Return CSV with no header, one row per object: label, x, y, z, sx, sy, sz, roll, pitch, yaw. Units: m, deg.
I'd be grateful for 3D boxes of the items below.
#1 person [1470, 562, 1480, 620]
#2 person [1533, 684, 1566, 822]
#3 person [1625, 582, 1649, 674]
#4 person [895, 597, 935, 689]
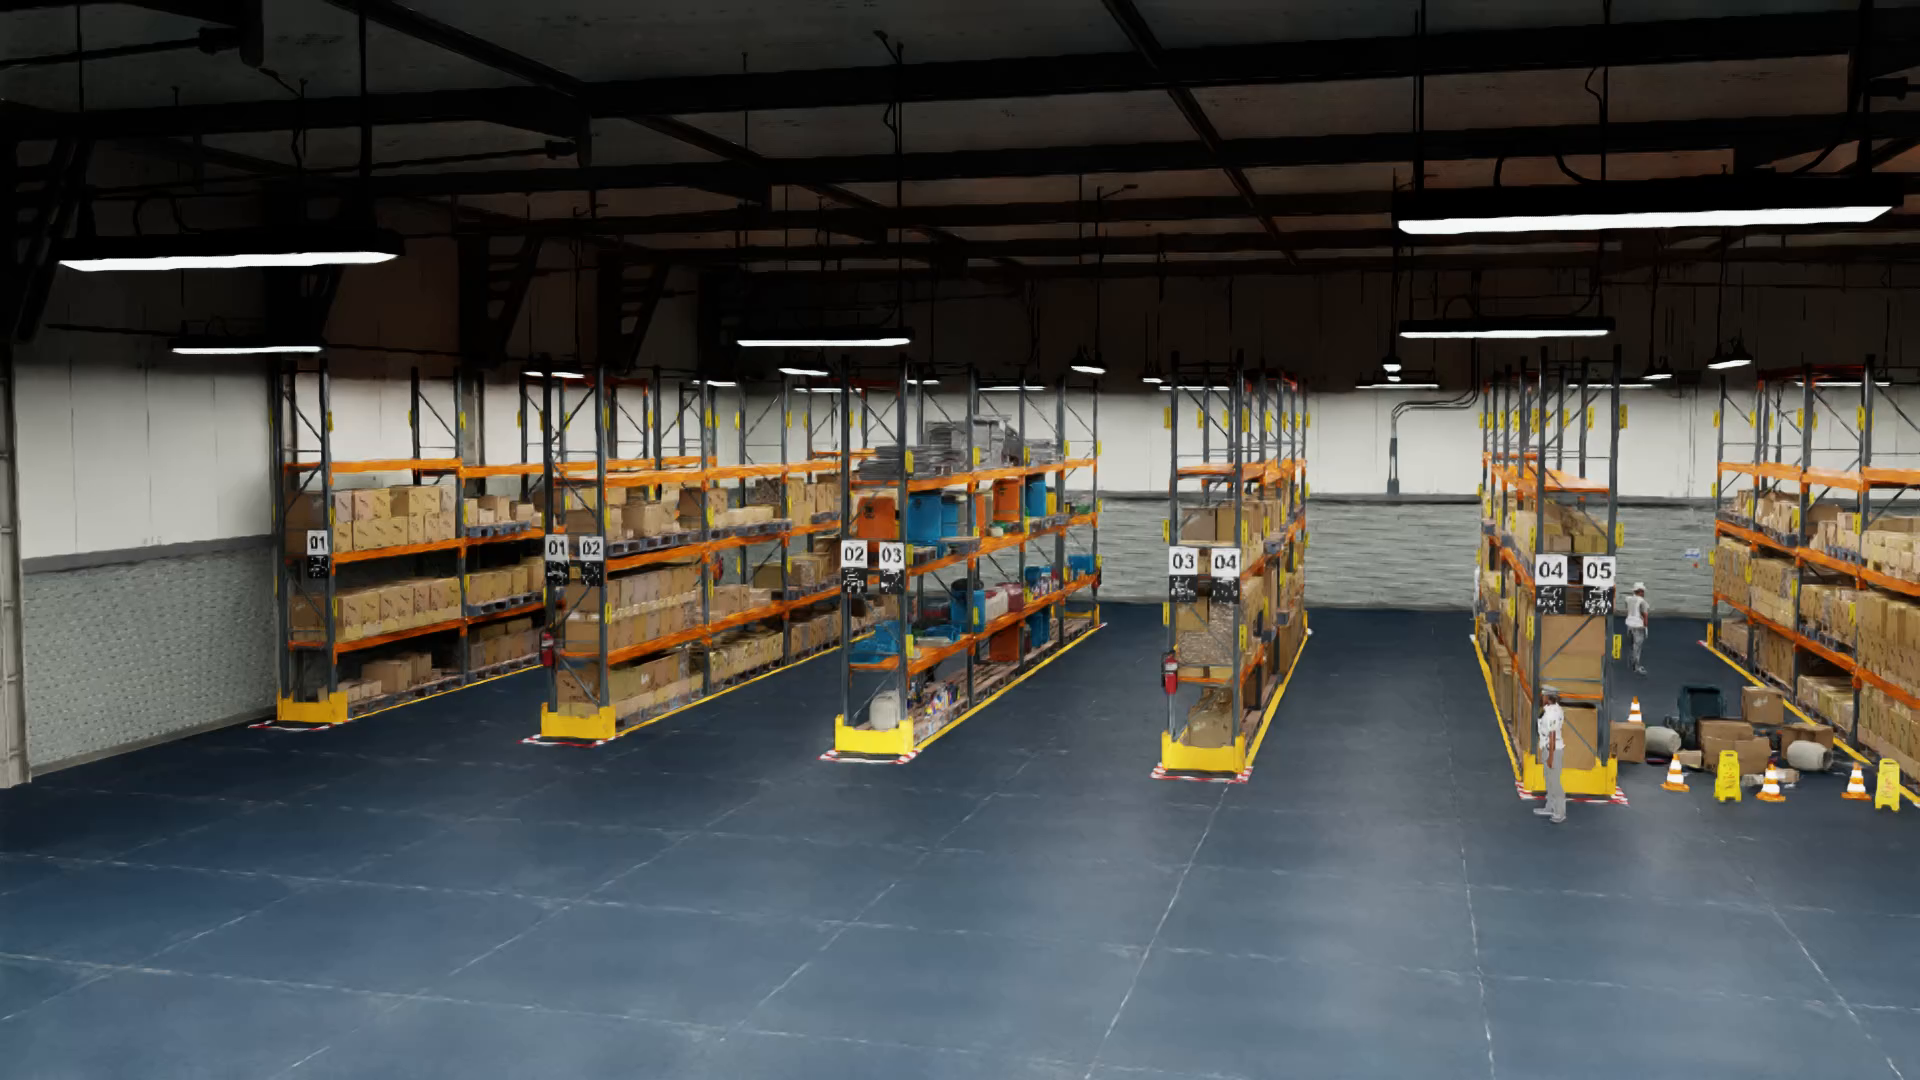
person,13.118,1.201,41.600,0.517,1.613,0.938,3,5,35
person,7.424,2.660,20.876,0.385,1.666,0.582,1,4,19
person,13.453,1.721,32.956,0.475,1.789,0.637,-1,4,-14
person,-0.789,1.907,30.832,0.576,1.712,1.090,2,5,24
